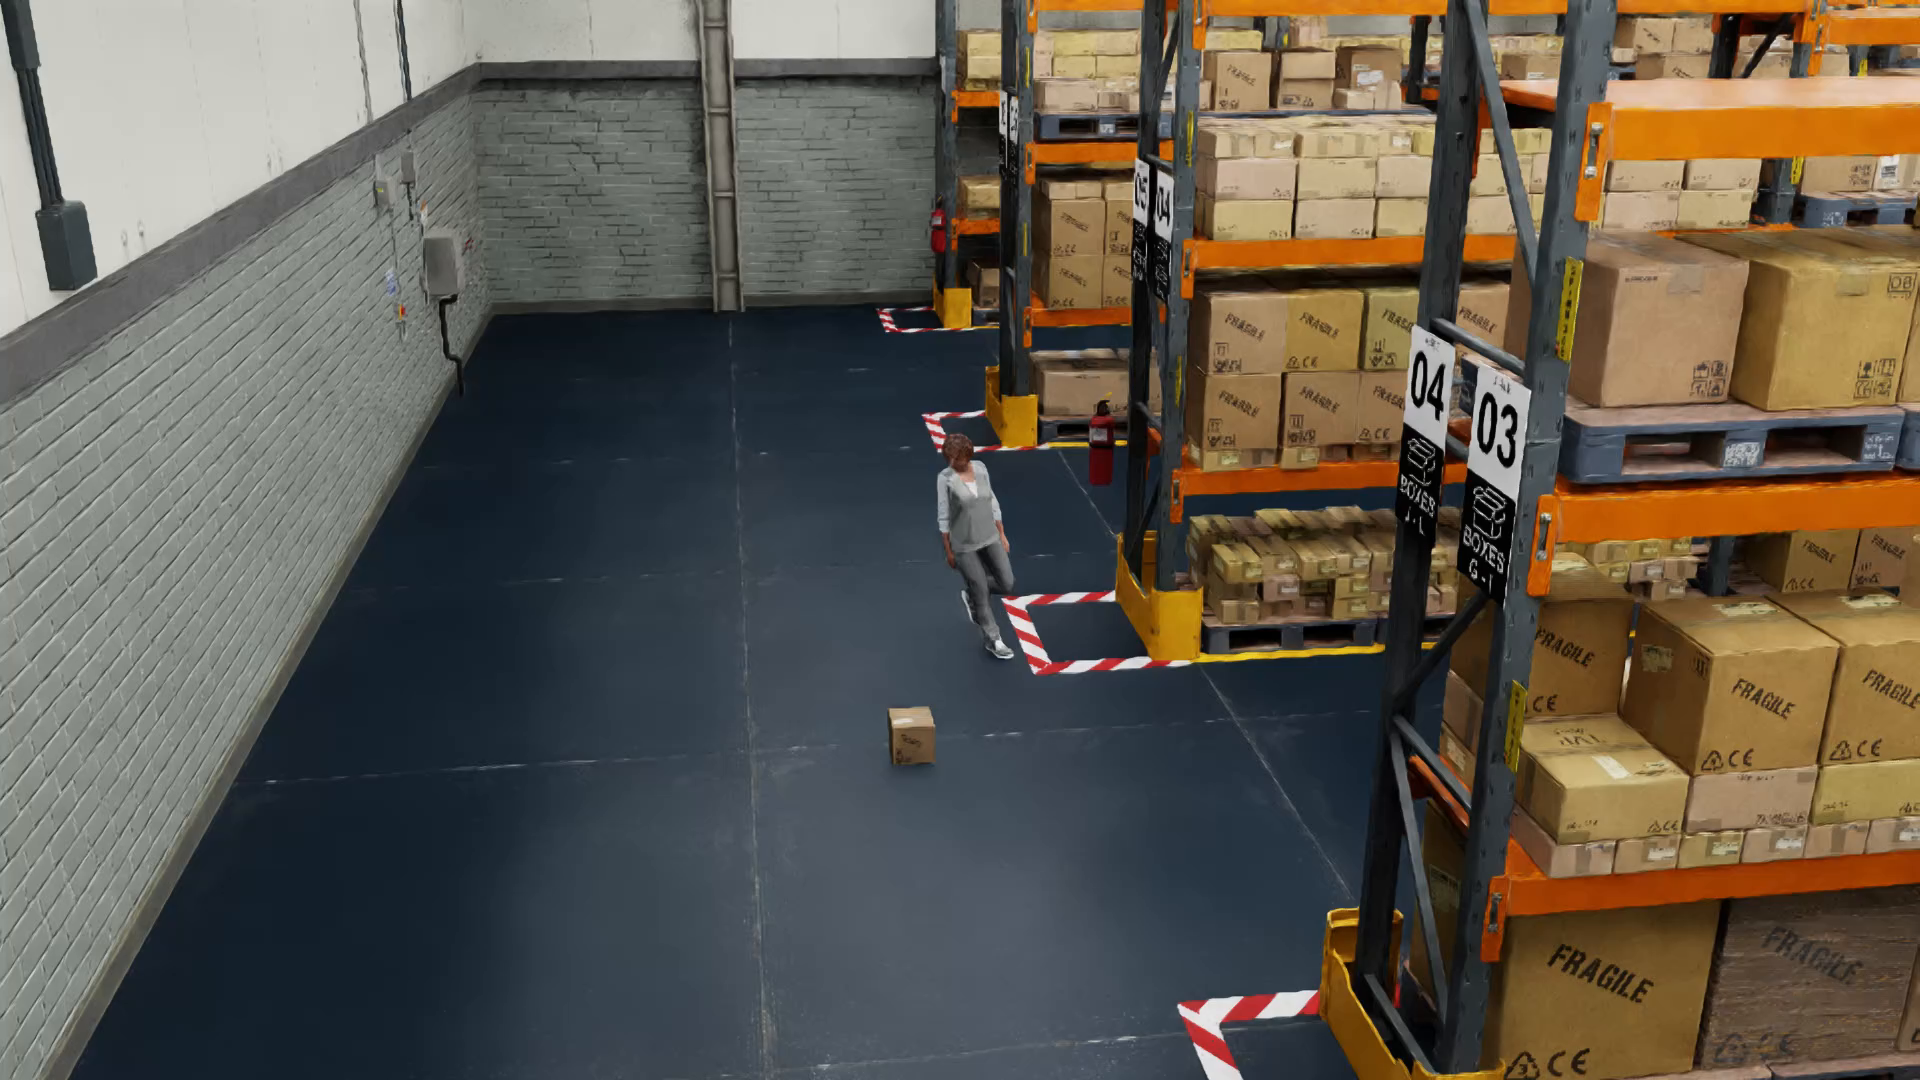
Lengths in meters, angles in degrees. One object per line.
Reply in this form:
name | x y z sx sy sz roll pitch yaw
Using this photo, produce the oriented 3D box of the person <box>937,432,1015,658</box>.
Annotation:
person | 0.080 0.021 11.068 0.480 1.567 0.560 -13 24 -31
